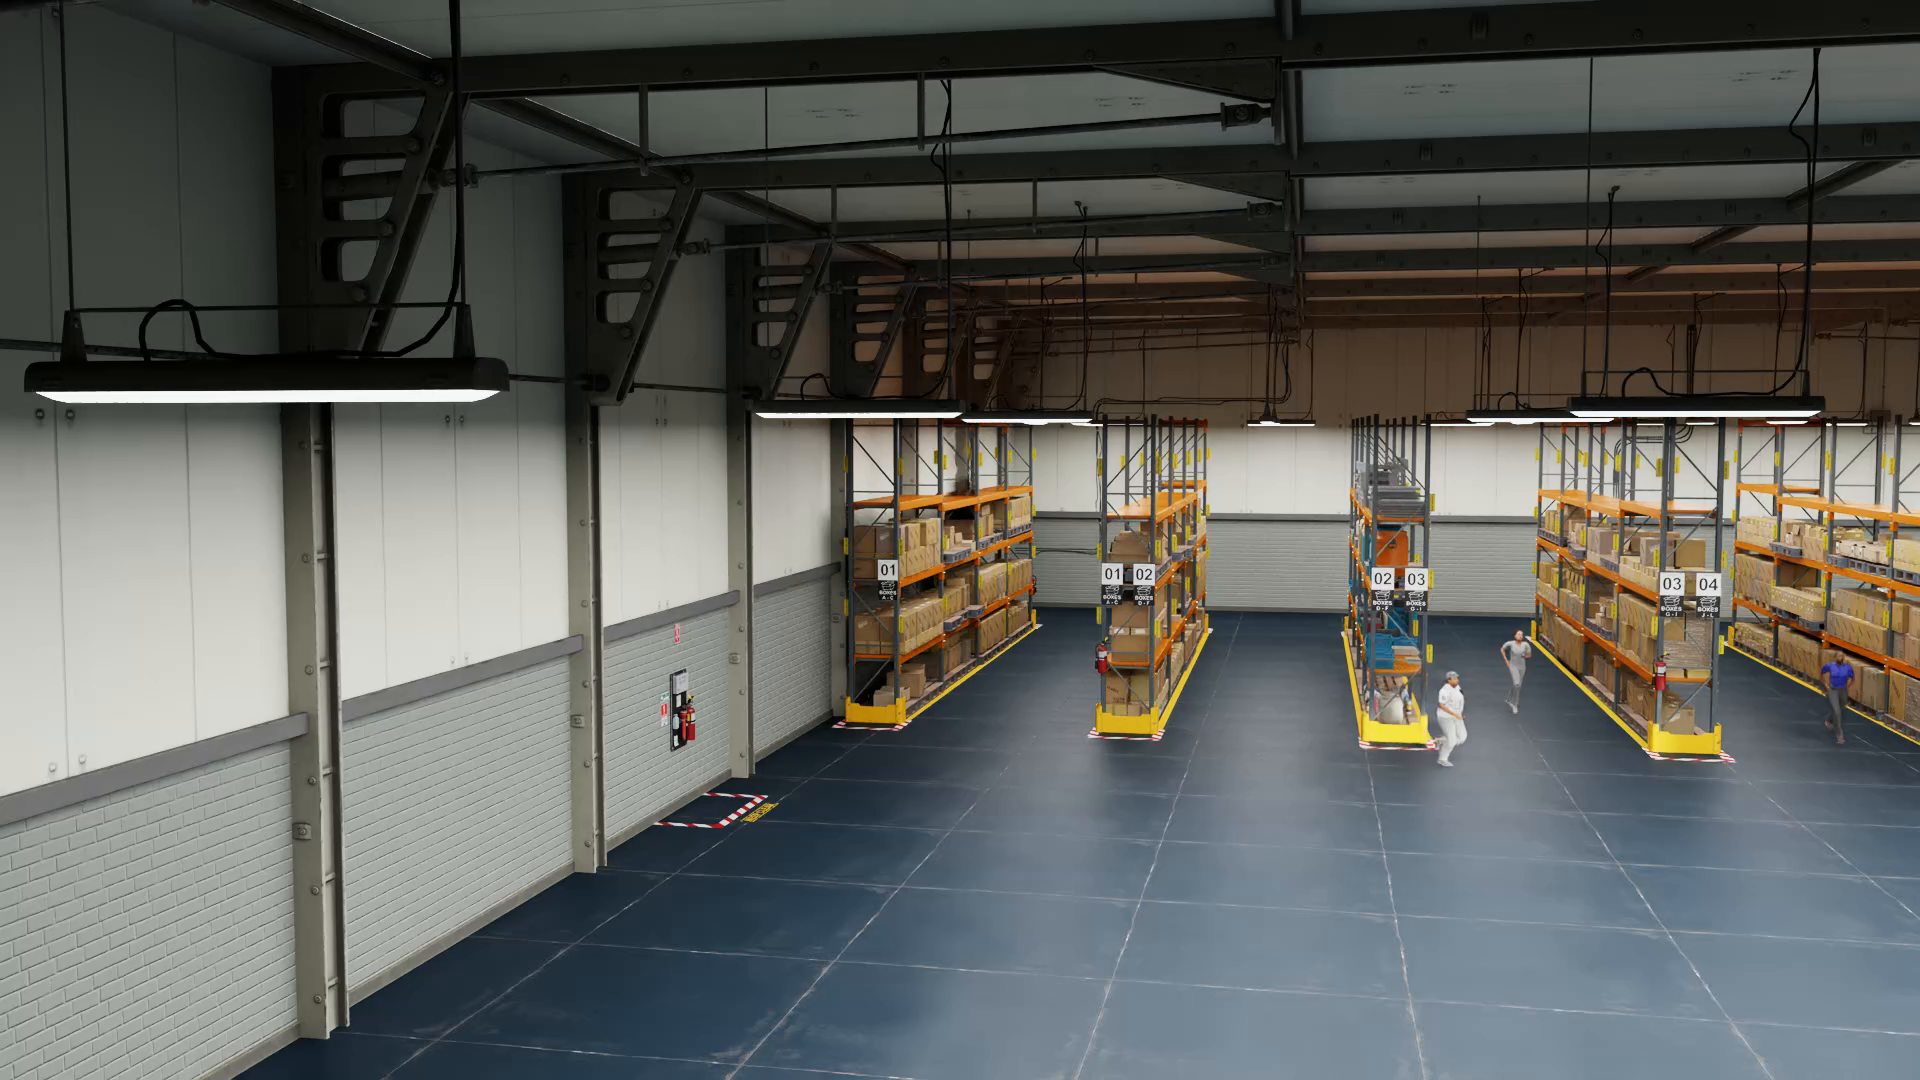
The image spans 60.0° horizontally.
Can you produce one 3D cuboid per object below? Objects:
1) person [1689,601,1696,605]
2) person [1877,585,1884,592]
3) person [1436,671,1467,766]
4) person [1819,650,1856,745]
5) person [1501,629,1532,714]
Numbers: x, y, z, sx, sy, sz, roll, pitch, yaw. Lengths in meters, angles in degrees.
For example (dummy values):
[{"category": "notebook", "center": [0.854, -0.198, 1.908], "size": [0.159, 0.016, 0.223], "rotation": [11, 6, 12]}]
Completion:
[{"category": "person", "center": [18.848, 1.976, 42.631], "size": [0.731, 1.771, 0.949], "rotation": [1, 4, 15]}, {"category": "person", "center": [24.683, 1.887, 44.843], "size": [0.904, 1.695, 0.580], "rotation": [0, 4, -1]}, {"category": "person", "center": [8.368, 3.033, 28.353], "size": [0.620, 1.627, 0.619], "rotation": [-3, 5, -39]}, {"category": "person", "center": [16.212, 2.866, 30.690], "size": [0.543, 1.677, 1.057], "rotation": [0, 4, 4]}, {"category": "person", "center": [11.316, 2.648, 33.821], "size": [0.544, 1.707, 0.797], "rotation": [0, 4, -4]}]
